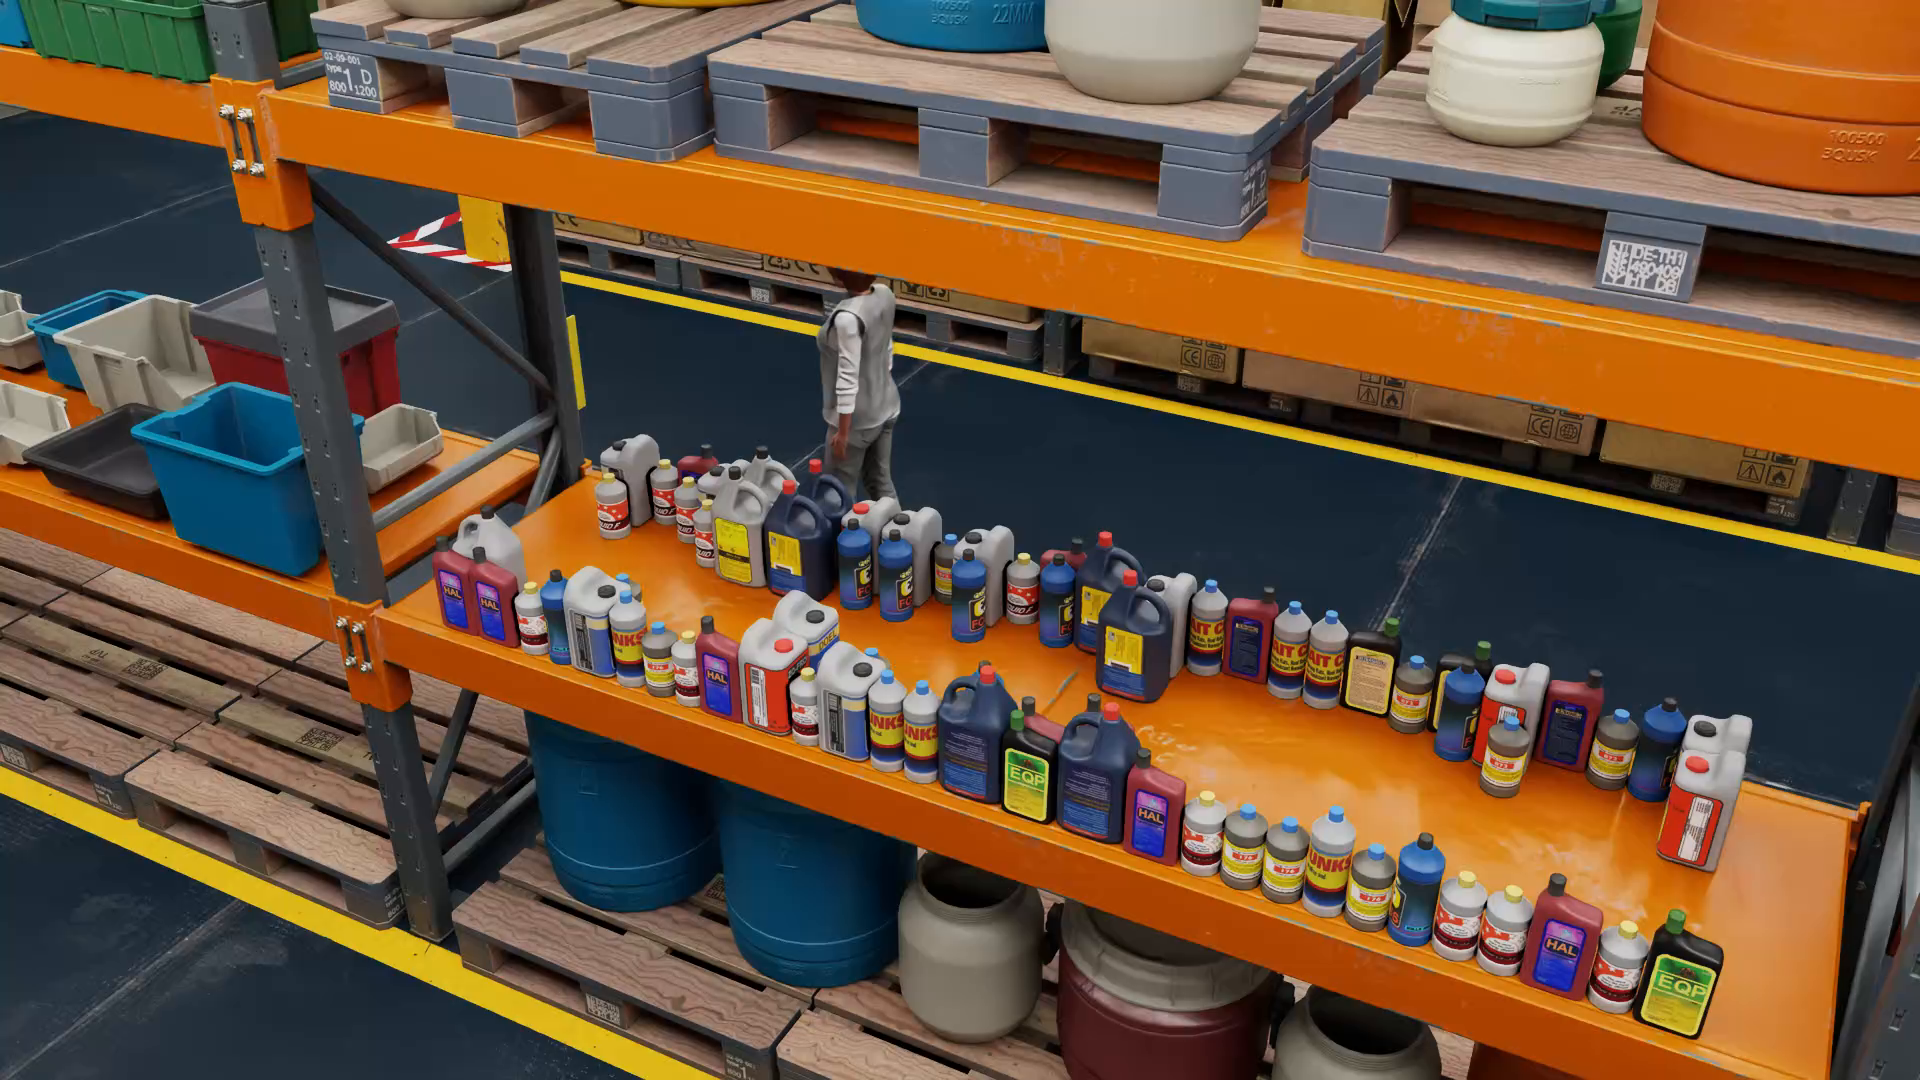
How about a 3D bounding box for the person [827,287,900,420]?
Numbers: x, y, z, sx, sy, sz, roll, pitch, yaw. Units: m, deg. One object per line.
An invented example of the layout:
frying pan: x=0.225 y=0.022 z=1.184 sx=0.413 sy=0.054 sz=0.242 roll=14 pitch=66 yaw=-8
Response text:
person: x=-0.415 y=-0.762 z=6.872 sx=0.284 sy=0.536 sz=0.429 roll=15 pitch=34 yaw=23
